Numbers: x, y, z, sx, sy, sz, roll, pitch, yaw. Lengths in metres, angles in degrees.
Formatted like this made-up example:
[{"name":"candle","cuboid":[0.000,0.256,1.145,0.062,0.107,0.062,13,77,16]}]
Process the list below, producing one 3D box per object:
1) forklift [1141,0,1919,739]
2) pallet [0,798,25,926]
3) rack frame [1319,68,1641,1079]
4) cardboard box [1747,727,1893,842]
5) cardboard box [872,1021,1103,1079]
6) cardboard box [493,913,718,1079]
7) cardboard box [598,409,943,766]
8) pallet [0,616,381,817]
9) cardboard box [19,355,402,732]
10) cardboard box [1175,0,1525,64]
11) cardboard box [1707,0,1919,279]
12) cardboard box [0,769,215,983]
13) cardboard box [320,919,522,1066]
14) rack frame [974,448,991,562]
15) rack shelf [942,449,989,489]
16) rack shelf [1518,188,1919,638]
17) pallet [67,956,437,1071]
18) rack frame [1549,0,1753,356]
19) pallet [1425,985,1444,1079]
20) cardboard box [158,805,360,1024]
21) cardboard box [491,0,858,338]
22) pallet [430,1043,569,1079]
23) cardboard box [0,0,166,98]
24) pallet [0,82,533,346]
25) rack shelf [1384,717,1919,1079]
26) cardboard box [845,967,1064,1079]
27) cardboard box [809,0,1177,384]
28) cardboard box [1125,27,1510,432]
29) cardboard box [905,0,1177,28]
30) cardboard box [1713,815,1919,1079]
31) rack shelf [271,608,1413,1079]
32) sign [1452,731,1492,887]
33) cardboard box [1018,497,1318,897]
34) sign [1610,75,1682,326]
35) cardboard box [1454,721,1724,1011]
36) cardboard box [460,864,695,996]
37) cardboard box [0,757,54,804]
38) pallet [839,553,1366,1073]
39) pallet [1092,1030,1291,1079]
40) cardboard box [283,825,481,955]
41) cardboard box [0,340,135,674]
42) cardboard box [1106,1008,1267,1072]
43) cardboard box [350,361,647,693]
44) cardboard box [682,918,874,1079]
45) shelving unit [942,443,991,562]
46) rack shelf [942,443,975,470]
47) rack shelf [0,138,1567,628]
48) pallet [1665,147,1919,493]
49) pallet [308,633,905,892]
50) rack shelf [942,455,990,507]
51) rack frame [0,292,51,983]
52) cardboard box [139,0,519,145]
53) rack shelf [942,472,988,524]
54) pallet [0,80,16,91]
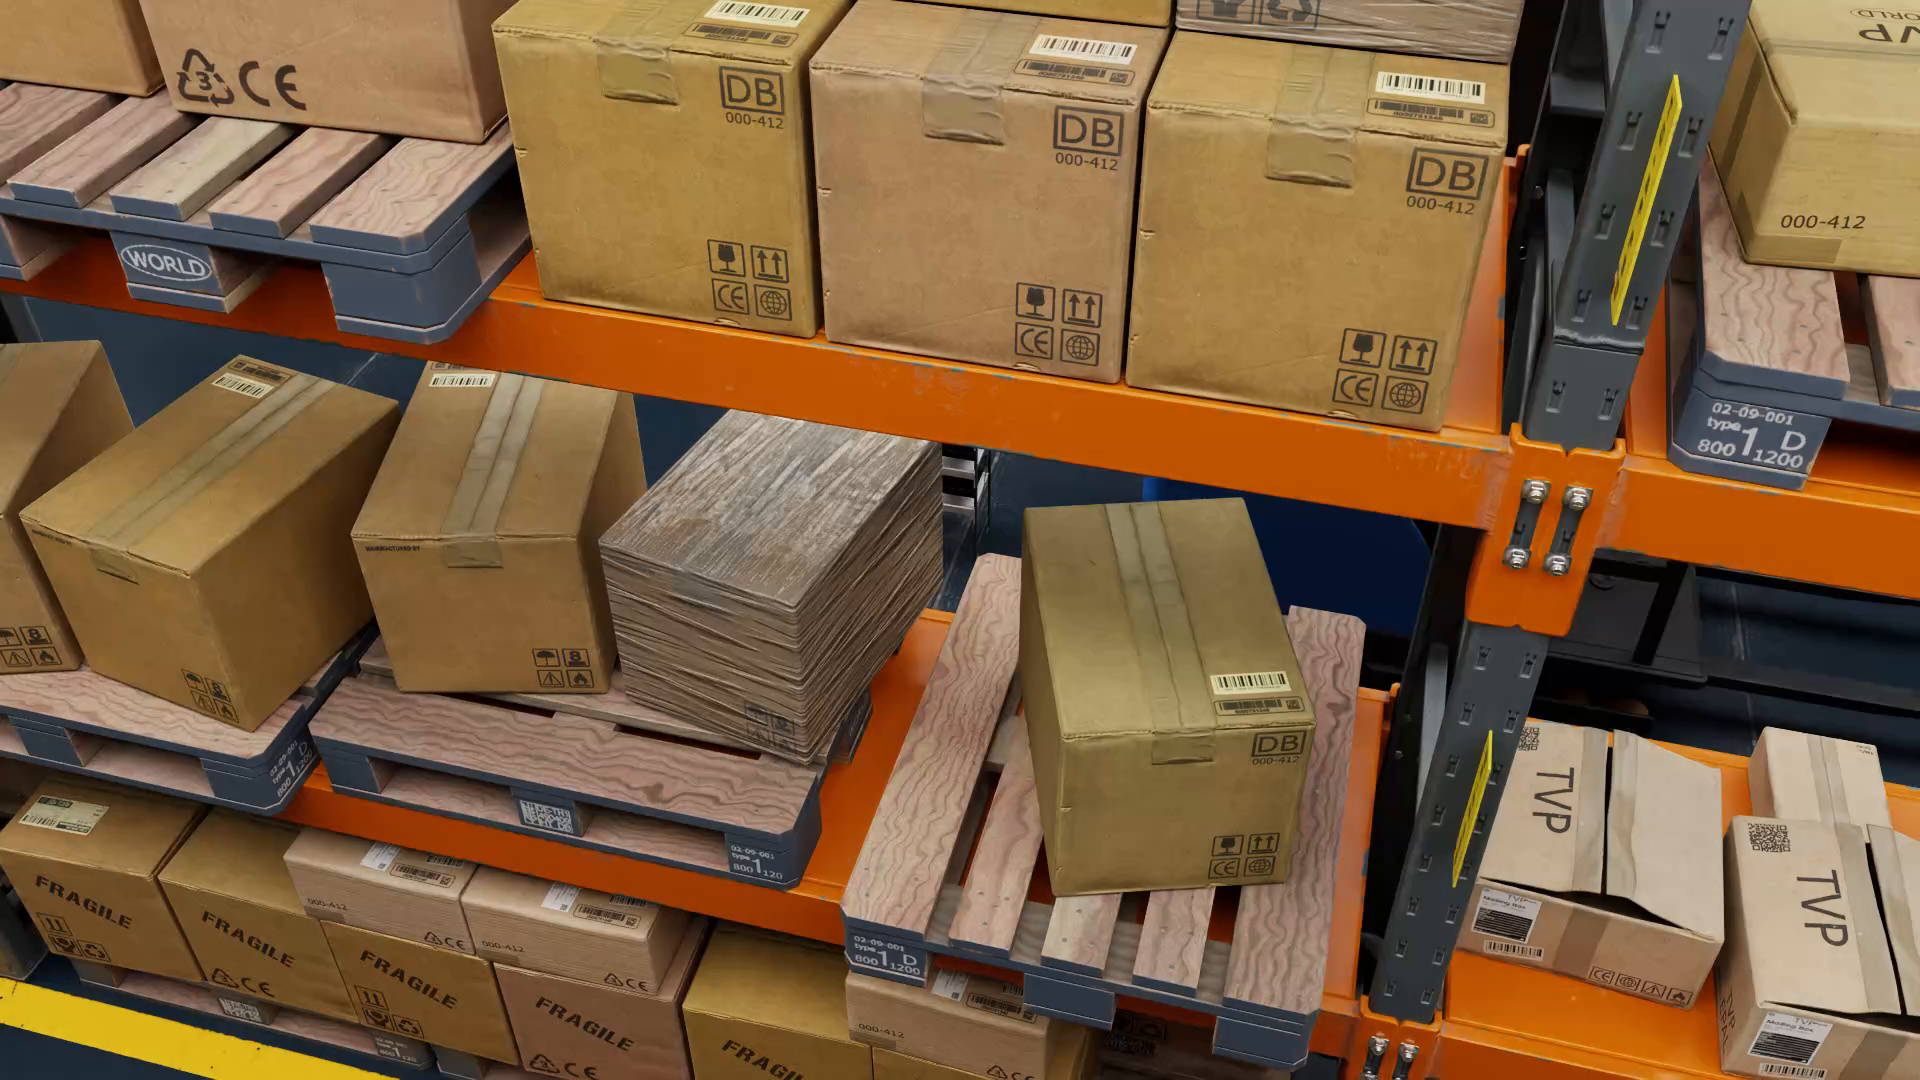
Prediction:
[{"name":"forklift","cuboid":[2.205,-0.781,5.400,3.031,2.935,1.130,10,41,11]},{"name":"pallet","cuboid":[-3.473,0.849,5.575,1.213,0.211,1.003,10,41,11]},{"name":"rack frame","cuboid":[1.054,0.561,3.749,0.127,3.000,1.000,10,41,11]},{"name":"cardboard box","cuboid":[1.994,0.635,3.856,0.250,0.149,0.380,10,41,11]},{"name":"cardboard box","cuboid":[0.090,1.340,4.423,0.500,0.500,0.500,11,41,13]},{"name":"cardboard box","cuboid":[-0.918,1.171,4.625,0.500,0.500,0.500,8,41,10]},{"name":"cardboard box","cuboid":[-0.417,0.057,3.946,0.500,0.500,0.700,17,43,20]},{"name":"pallet","cuboid":[-2.066,0.170,4.364,1.213,0.211,1.003,10,41,11]},{"name":"cardboard box","cuboid":[-1.729,-0.010,4.025,0.500,0.500,0.700,16,43,18]},{"name":"cardboard box","cuboid":[0.634,-1.085,2.522,0.500,0.500,0.500,10,41,11]},{"name":"cardboard box","cuboid":[1.507,-0.650,2.650,0.500,0.250,0.500,7,41,8]},{"name":"cardboard box","cuboid":[-2.406,0.917,4.928,0.500,0.500,0.500,8,41,9]},{"name":"cardboard box","cuboid":[-1.407,1.086,4.726,0.500,0.500,0.500,10,41,12]},{"name":"rack frame","cuboid":[0.090,-0.329,6.442,0.006,0.900,0.240,10,41,11]},{"name":"rack shelf","cuboid":[-0.008,-0.320,6.484,0.200,0.077,0.258,10,41,11]},{"name":"rack shelf","cuboid":[2.986,0.021,2.620,4.000,0.370,1.077,10,41,11]},{"name":"pallet","cuboid":[-2.014,1.076,5.305,1.213,0.211,1.003,10,41,11]},{"name":"rack frame","cuboid":[1.054,-1.736,1.820,0.127,3.000,1.000,10,41,11]},{"name":"pallet","cuboid":[1.839,1.790,4.454,1.213,0.211,1.003,10,41,11]},{"name":"cardboard box","cuboid":[-1.887,0.999,4.830,0.500,0.500,0.500,10,41,12]},{"name":"cardboard box","cuboid":[-0.371,-0.849,3.018,0.500,0.500,0.910,10,41,11]},{"name":"pallet","cuboid":[-0.832,1.277,5.065,1.213,0.211,1.003,10,41,11]},{"name":"cardboard box","cuboid":[-1.691,-1.263,3.107,0.600,0.600,0.600,9,41,11]},{"name":"pallet","cuboid":[-1.195,-0.858,3.253,1.003,0.211,1.213,10,41,11]},{"name":"rack shelf","cuboid":[2.986,1.169,3.585,4.000,0.370,1.077,10,41,11]},{"name":"cardboard box","cuboid":[0.035,1.046,4.190,0.500,0.250,0.500,11,41,13]},{"name":"cardboard box","cuboid":[0.131,-0.762,2.915,0.500,0.500,0.910,10,41,11]},{"name":"cardboard box","cuboid":[0.624,-0.677,2.814,0.500,0.500,0.910,10,41,11]},{"name":"cardboard box","cuboid":[0.142,-1.170,2.623,0.500,0.500,0.500,10,41,11]},{"name":"cardboard box","cuboid":[1.868,0.864,3.458,0.500,0.311,0.500,9,41,11]},{"name":"rack shelf","cuboid":[-0.878,0.504,4.377,4.000,0.370,1.077,10,41,11]},{"name":"sign","cuboid":[0.923,0.487,2.999,0.005,0.325,0.100,10,41,11]},{"name":"cardboard box","cuboid":[0.417,0.327,3.623,0.500,0.500,0.700,-3,40,-3]},{"name":"sign","cuboid":[0.912,-0.449,2.217,0.005,0.325,0.100,10,41,11]},{"name":"cardboard box","cuboid":[1.394,0.683,3.674,0.500,0.311,0.500,12,42,14]},{"name":"cardboard box","cuboid":[-0.955,0.879,4.390,0.500,0.250,0.500,9,41,11]},{"name":"cardboard box","cuboid":[-3.159,0.553,5.507,0.500,0.311,0.500,10,41,11]},{"name":"pallet","cuboid":[0.381,0.566,3.893,1.003,0.211,1.213,10,41,11]},{"name":"pallet","cuboid":[0.343,1.481,4.822,1.213,0.211,1.003,10,41,11]},{"name":"cardboard box","cuboid":[-1.440,0.796,4.488,0.500,0.250,0.500,10,41,12]},{"name":"cardboard box","cuboid":[-2.410,-0.085,4.115,0.500,0.500,0.700,-3,40,-3]},{"name":"cardboard box","cuboid":[0.688,1.097,4.713,0.500,0.500,0.500,11,41,13]},{"name":"cardboard box","cuboid":[-1.087,-0.047,4.070,0.500,0.500,0.700,0,40,0]},{"name":"cardboard box","cuboid":[-0.410,1.254,4.526,0.500,0.500,0.500,8,41,10]},{"name":"shelving unit","cuboid":[-0.008,-0.346,6.462,0.210,0.900,0.258,10,41,11]},{"name":"rack shelf","cuboid":[-0.008,-0.389,6.426,0.200,0.077,0.258,10,41,11]},{"name":"rack shelf","cuboid":[-0.878,-0.644,3.412,4.000,0.370,1.077,10,41,11]},{"name":"pallet","cuboid":[1.733,-0.458,2.777,1.003,0.211,1.213,12,41,13]},{"name":"pallet","cuboid":[-0.826,0.314,4.193,1.213,0.211,1.003,10,41,11]},{"name":"rack shelf","cuboid":[-0.008,-0.252,6.542,0.200,0.077,0.258,10,41,11]},{"name":"rack frame","cuboid":[-2.810,-0.104,4.541,0.127,3.000,1.000,10,41,11]},{"name":"cardboard box","cuboid":[-1.053,-1.140,2.961,0.600,0.600,0.600,8,41,10]},{"name":"rack shelf","cuboid":[-0.008,-0.183,6.599,0.200,0.077,0.258,10,41,11]},{"name":"pallet","cuboid":[-2.198,-1.028,3.456,1.003,0.211,1.213,10,41,11]}]
